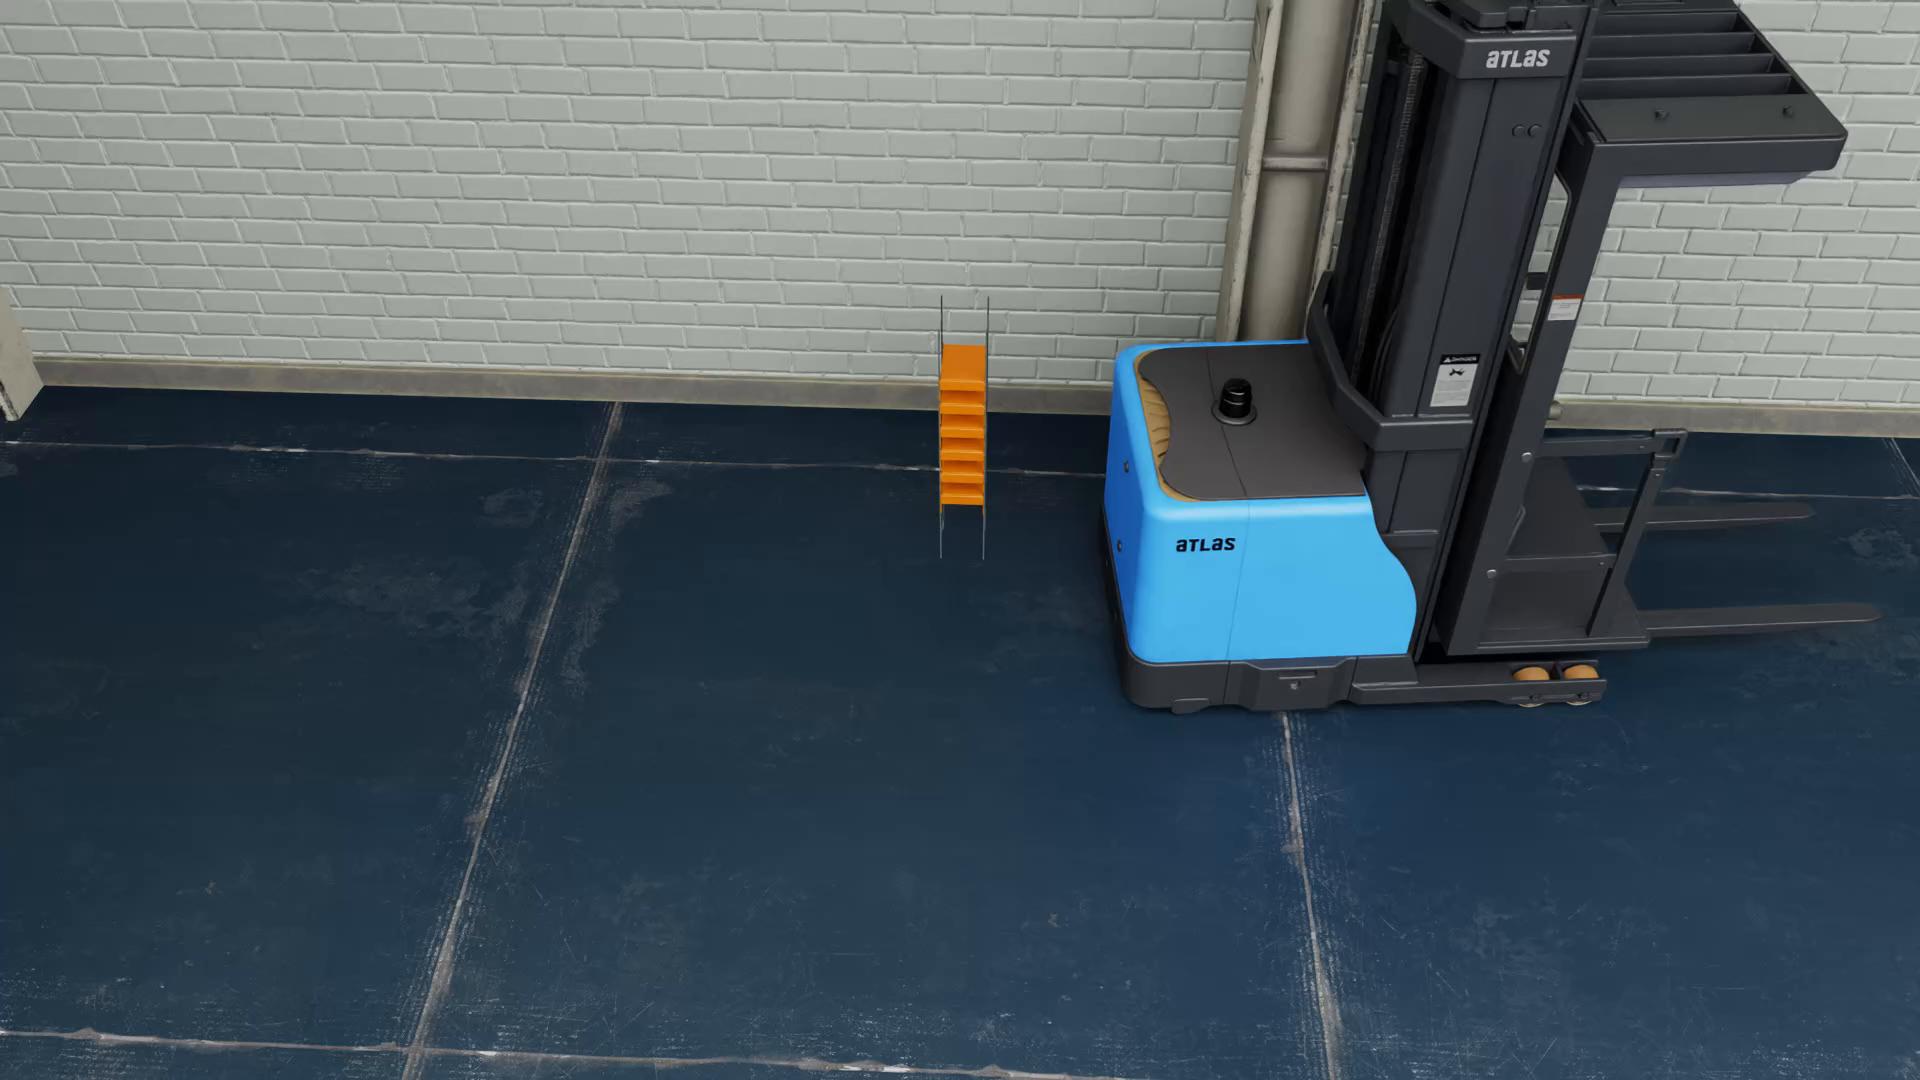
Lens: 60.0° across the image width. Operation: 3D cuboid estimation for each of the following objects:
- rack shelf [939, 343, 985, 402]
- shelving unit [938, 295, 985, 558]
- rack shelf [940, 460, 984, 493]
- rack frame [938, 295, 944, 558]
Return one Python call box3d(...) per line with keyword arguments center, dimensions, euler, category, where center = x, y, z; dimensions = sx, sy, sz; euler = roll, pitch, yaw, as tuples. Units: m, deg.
box3d(center=(0.014, -0.669, 6.625), dimensions=(0.180, 0.103, 0.258), euler=(2, 43, 2), category="rack shelf")
box3d(center=(-10.961, 0.879, 4.986), dimensions=(21.905, 1.800, 5.752), euler=(2, 43, 2), category="shelving unit")
box3d(center=(0.014, -0.318, 6.953), dimensions=(0.180, 0.103, 0.258), euler=(2, 43, 2), category="rack shelf")
box3d(center=(-0.077, -0.441, 6.844), dimensions=(0.006, 1.200, 0.240), euler=(2, 43, 2), category="rack frame")
